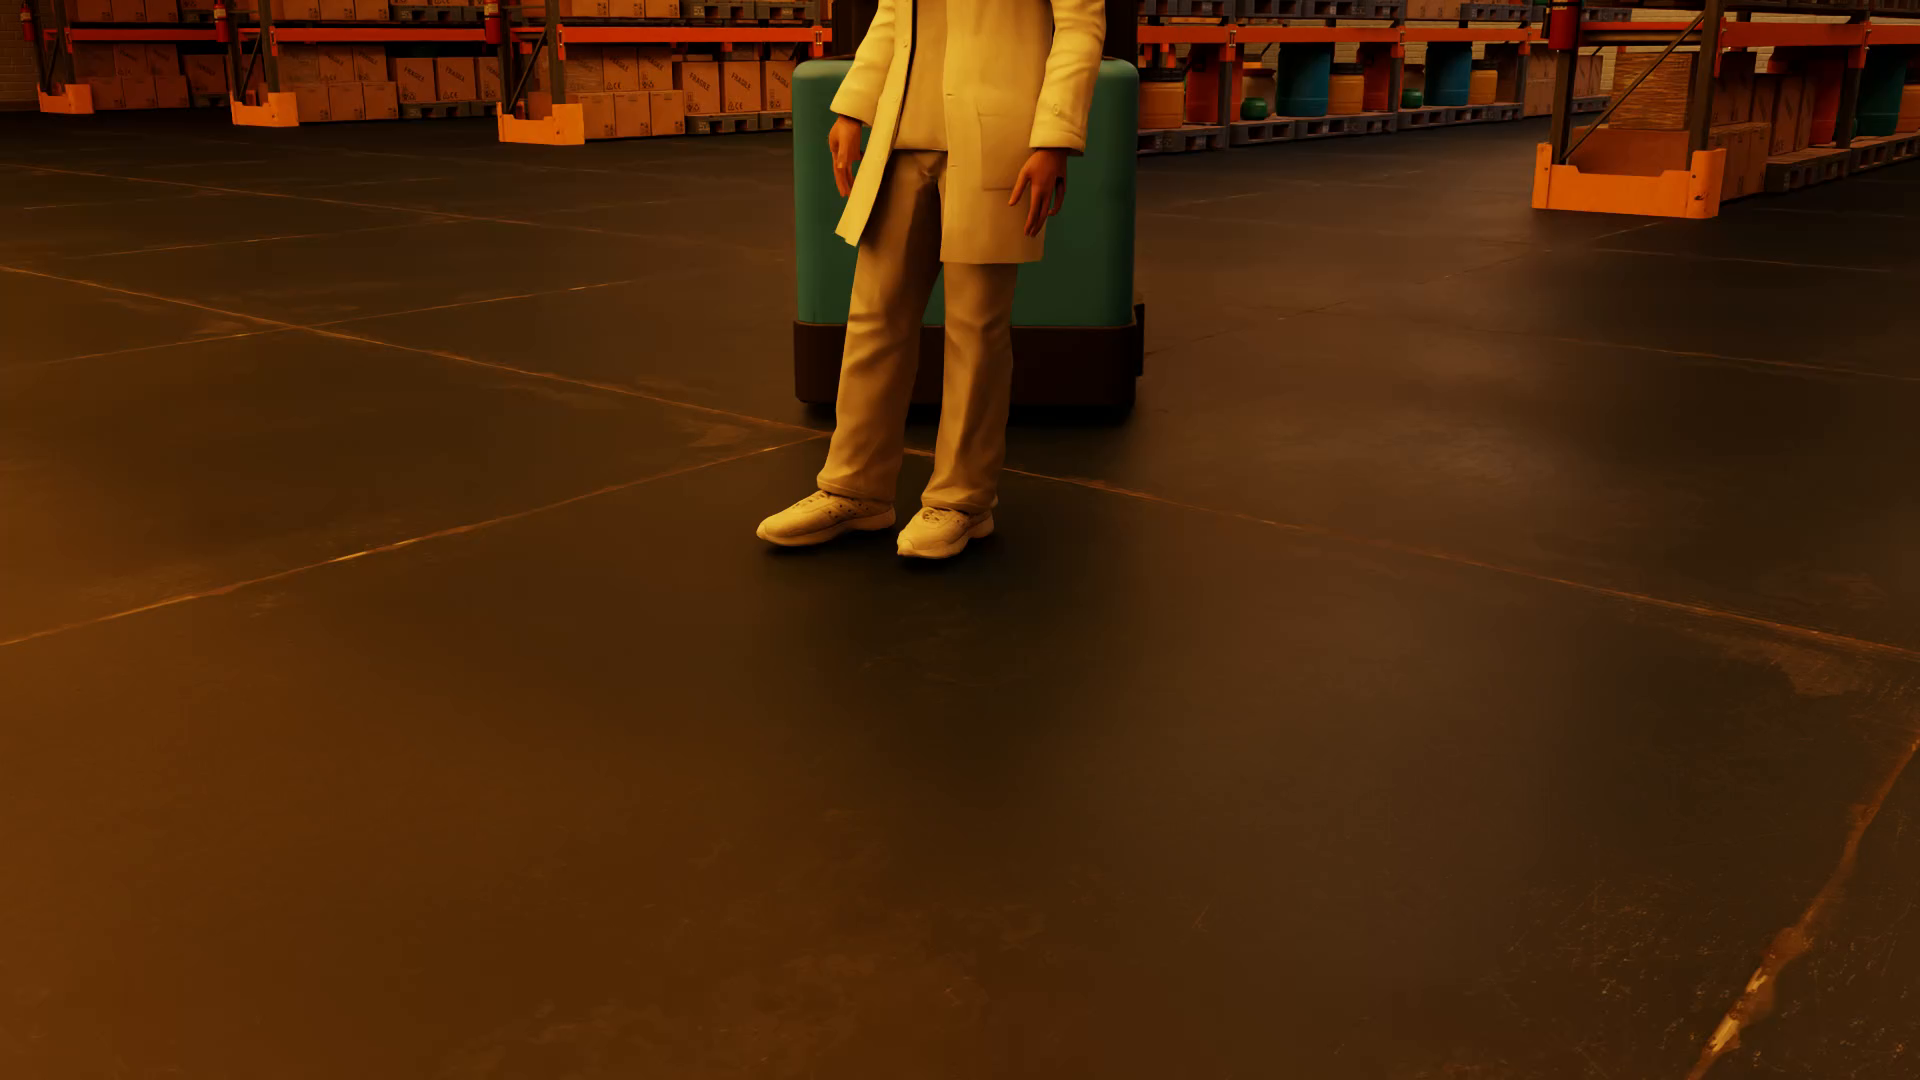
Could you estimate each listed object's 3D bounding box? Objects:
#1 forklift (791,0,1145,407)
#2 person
[{"bbox_3d":[0.104,-2.182,6.083,1.130,2.935,3.031,1,17,4],"label":"forklift"},{"bbox_3d":[-0.061,-0.838,3.617,0.698,1.777,0.580,13,21,37],"label":"person"}]
